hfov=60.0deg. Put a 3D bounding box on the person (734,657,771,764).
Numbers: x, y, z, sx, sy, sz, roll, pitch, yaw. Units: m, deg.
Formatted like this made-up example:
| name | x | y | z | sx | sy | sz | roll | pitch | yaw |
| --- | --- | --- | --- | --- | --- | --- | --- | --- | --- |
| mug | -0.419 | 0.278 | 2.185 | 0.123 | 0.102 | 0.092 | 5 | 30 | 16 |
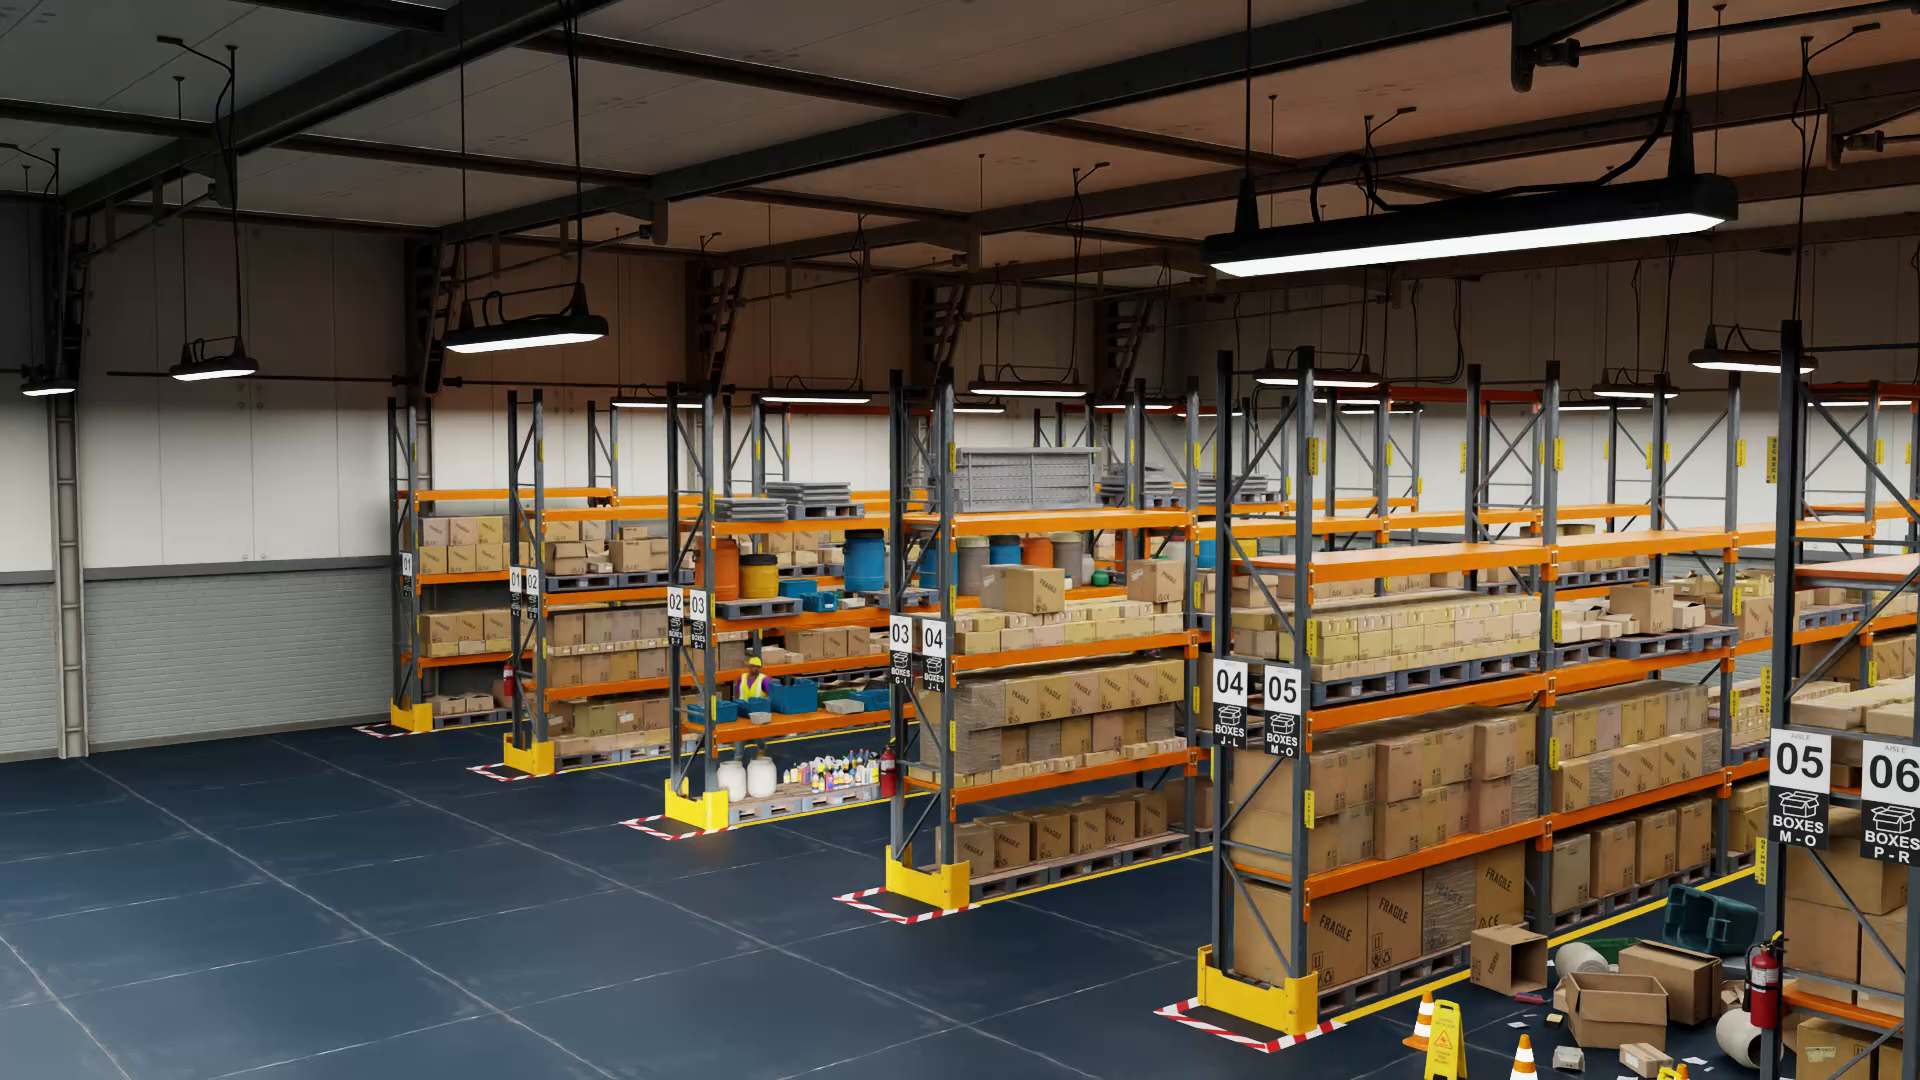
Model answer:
| name | x | y | z | sx | sy | sz | roll | pitch | yaw |
| --- | --- | --- | --- | --- | --- | --- | --- | --- | --- |
| person | -3.339 | 2.750 | 26.730 | 0.678 | 1.736 | 0.801 | 0 | 3 | 8 |
